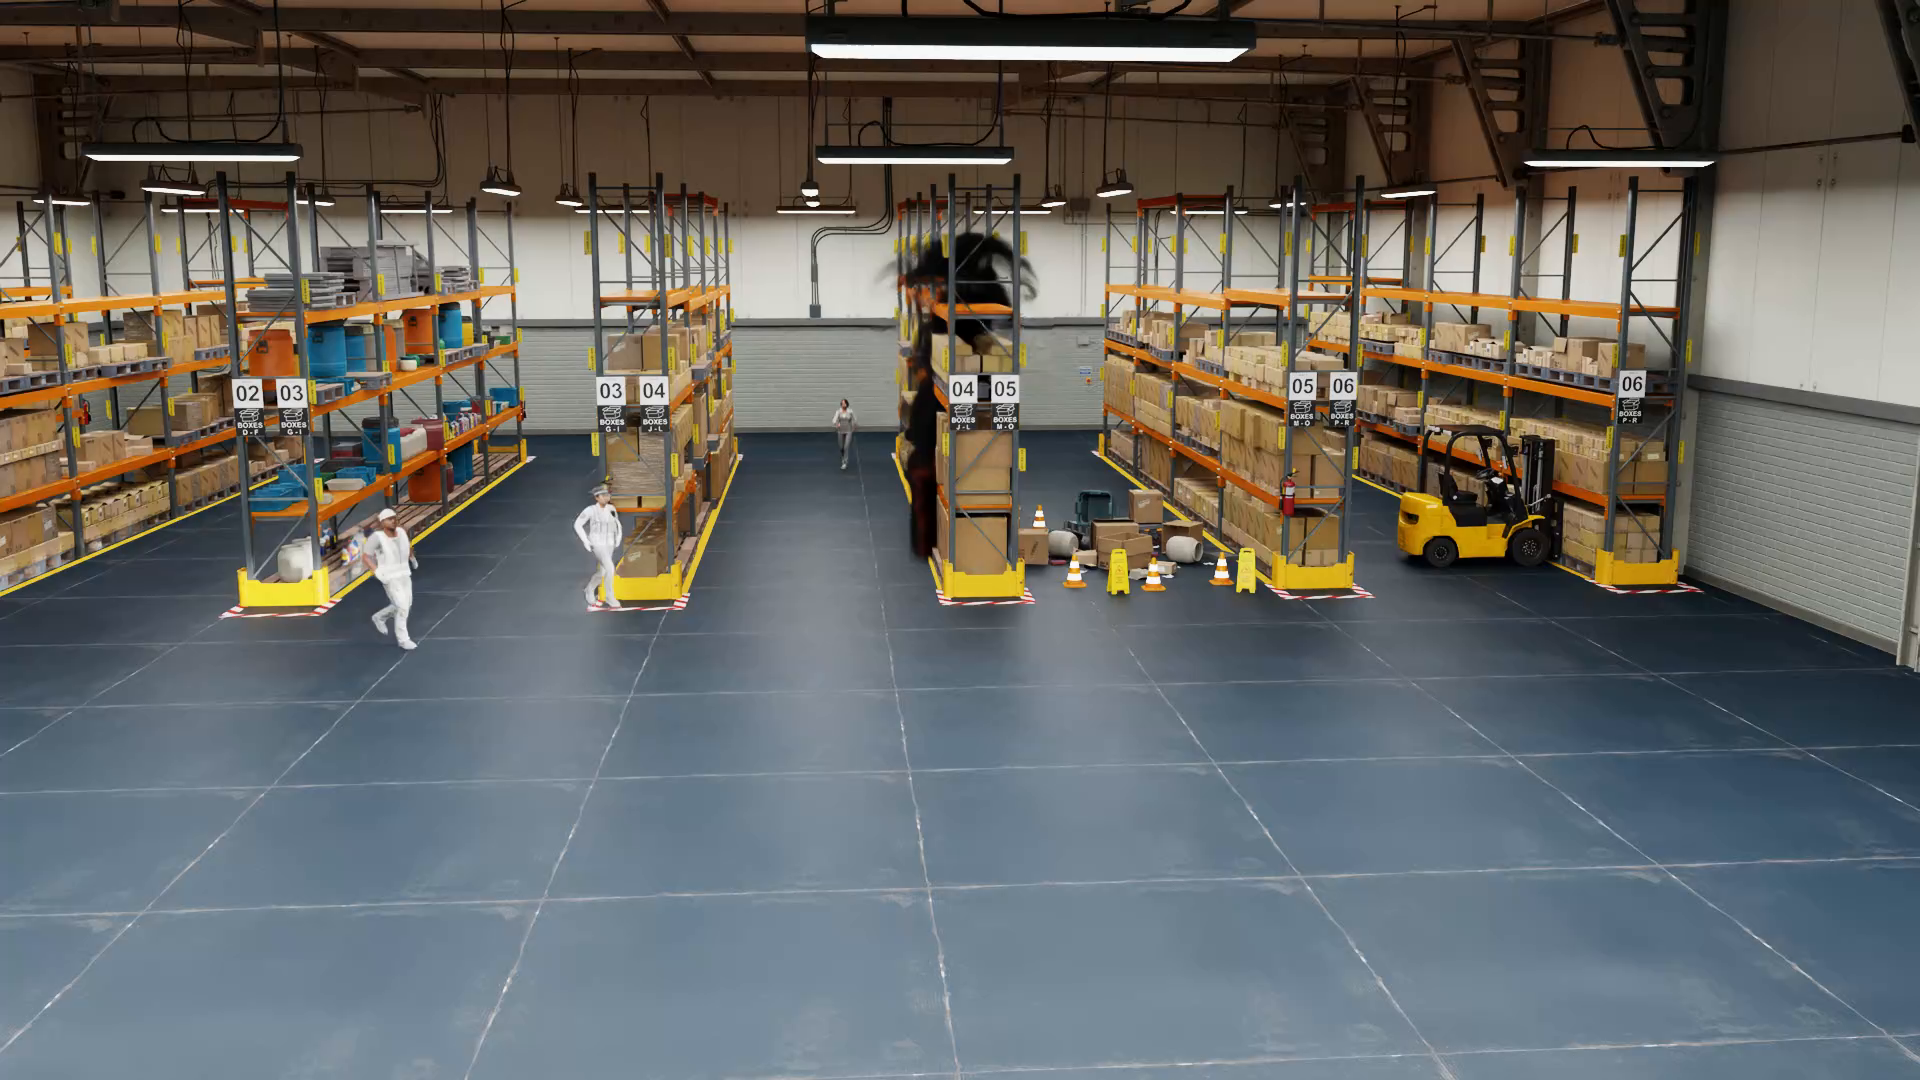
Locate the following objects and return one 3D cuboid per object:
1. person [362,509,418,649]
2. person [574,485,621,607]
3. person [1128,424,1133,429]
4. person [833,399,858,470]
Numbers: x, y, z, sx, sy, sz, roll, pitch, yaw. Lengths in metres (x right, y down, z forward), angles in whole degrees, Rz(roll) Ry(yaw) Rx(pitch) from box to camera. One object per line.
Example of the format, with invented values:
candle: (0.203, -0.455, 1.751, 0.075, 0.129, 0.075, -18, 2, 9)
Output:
person: (-7.180, 0.473, 21.014, 0.765, 1.769, 0.674, 6, 12, 30)
person: (-4.829, 0.078, 22.338, 0.847, 1.672, 0.640, 9, 13, 41)
person: (4.469, -3.059, 41.567, 0.605, 1.569, 0.711, 5, 11, 27)
person: (-2.622, -2.426, 37.869, 0.561, 1.586, 0.698, 1, 10, 5)
